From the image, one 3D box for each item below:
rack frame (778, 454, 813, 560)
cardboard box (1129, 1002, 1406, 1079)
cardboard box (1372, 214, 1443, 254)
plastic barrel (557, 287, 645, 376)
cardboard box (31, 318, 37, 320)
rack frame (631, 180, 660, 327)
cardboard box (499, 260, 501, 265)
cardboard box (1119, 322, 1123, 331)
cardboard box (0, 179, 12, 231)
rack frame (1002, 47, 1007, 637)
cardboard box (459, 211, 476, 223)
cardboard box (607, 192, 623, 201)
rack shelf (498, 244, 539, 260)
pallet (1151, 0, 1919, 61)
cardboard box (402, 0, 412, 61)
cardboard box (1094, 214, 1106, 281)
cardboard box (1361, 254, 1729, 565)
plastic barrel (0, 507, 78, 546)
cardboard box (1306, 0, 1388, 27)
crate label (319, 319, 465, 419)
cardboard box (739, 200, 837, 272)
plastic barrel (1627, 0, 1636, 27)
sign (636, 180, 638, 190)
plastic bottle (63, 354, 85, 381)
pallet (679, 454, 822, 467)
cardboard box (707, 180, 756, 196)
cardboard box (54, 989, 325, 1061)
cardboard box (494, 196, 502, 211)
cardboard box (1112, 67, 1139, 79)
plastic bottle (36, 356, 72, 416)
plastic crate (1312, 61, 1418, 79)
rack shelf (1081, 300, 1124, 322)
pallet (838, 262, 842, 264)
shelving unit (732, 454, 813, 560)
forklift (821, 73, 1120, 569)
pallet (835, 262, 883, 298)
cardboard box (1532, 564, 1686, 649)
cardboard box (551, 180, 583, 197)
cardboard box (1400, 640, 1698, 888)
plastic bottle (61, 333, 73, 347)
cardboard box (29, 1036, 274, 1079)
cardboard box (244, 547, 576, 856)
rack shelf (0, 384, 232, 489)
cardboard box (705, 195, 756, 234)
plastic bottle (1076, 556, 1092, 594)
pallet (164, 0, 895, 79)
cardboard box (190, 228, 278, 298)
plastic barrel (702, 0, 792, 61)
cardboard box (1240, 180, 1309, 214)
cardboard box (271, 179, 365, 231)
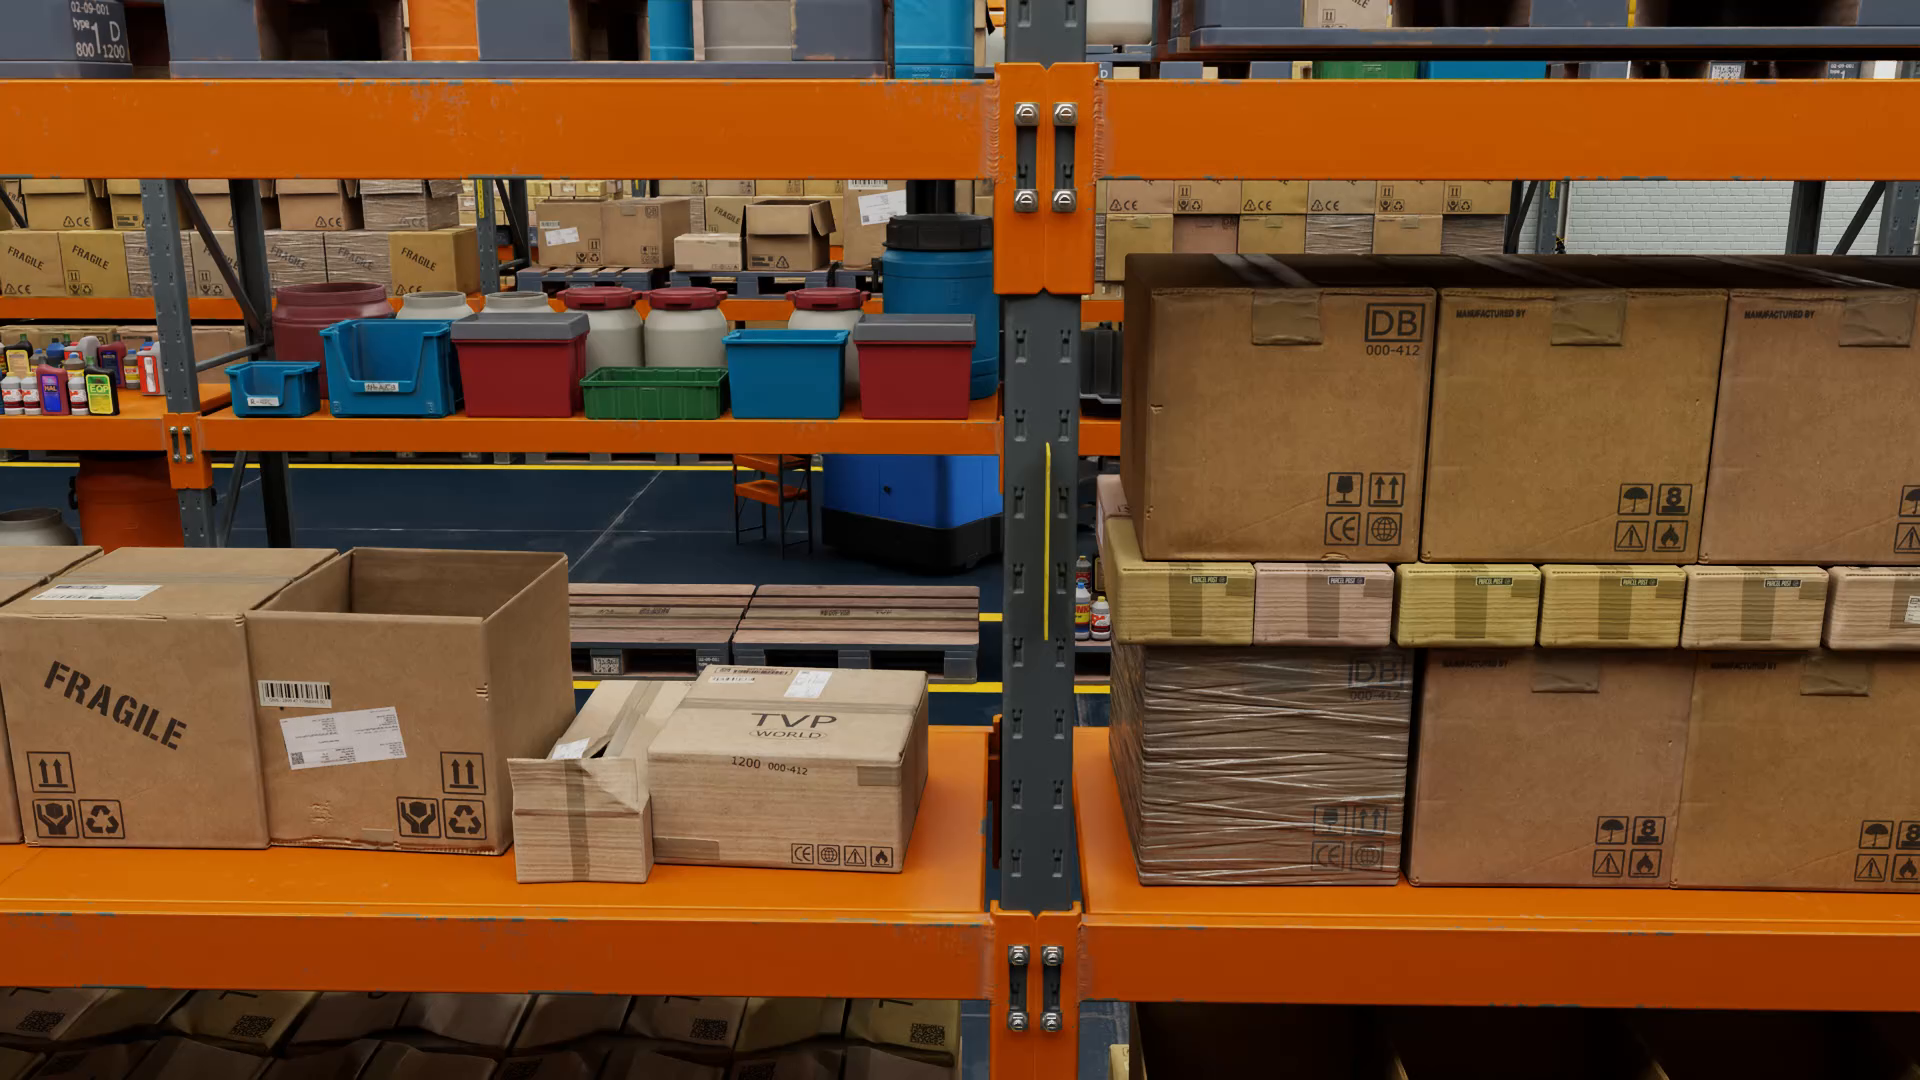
[{"bbox_3d":[-1.025,-0.480,10.307,0.240,1.200,0.015,-13,20,-41],"label":"rack frame"},{"bbox_3d":[0.608,1.233,3.385,0.500,0.500,0.500,0,15,1],"label":"cardboard box"},{"bbox_3d":[3.356,-2.290,12.860,0.500,0.500,0.875,0,15,1],"label":"cardboard box"},{"bbox_3d":[-1.834,-1.013,8.532,0.433,0.535,0.433,0,15,0],"label":"plastic barrel"},{"bbox_3d":[-10.069,-2.358,18.079,0.250,0.149,0.380,1,15,3],"label":"cardboard box"},{"bbox_3d":[-3.362,-3.431,17.963,0.127,3.000,1.000,0,15,1],"label":"rack frame"},{"bbox_3d":[-6.713,-3.912,23.129,0.875,0.875,0.875,1,15,3],"label":"cardboard box"},{"bbox_3d":[2.165,-2.554,17.980,0.875,0.875,0.875,0,15,2],"label":"cardboard box"},{"bbox_3d":[-8.061,-2.695,13.415,0.500,0.500,0.500,0,15,1],"label":"cardboard box"},{"bbox_3d":[0.282,-0.877,8.285,0.127,3.000,1.000,0,15,1],"label":"rack frame"},{"bbox_3d":[-5.149,-3.408,17.546,0.250,0.149,0.380,1,15,3],"label":"cardboard box"},{"bbox_3d":[-3.840,-3.710,18.110,0.250,0.149,0.380,1,15,4],"label":"cardboard box"},{"bbox_3d":[-5.361,-3.096,18.105,4.000,0.370,1.077,0,15,1],"label":"rack shelf"},{"bbox_3d":[1.006,-1.023,3.130,1.213,0.211,1.003,0,15,1],"label":"pallet"},{"bbox_3d":[-4.201,-3.855,12.668,0.637,0.503,0.797,1,15,5],"label":"cardboard box"},{"bbox_3d":[0.857,-2.314,12.951,0.500,0.500,0.875,0,15,1],"label":"cardboard box"},{"bbox_3d":[1.101,-0.286,3.303,0.500,0.500,0.700,0,15,1],"label":"cardboard box"},{"bbox_3d":[-4.772,0.117,8.571,0.421,0.512,0.421,0,15,0],"label":"plastic barrel"},{"bbox_3d":[2.852,-3.944,12.271,0.500,0.500,0.500,0,15,1],"label":"cardboard box"},{"bbox_3d":[-2.730,-0.845,8.094,0.616,0.435,0.502,0,15,1],"label":"crate label"},{"bbox_3d":[-1.326,-2.381,12.960,0.637,0.503,0.797,2,15,7],"label":"cardboard box"},{"bbox_3d":[3.138,-2.571,7.632,0.600,0.588,0.600,0,15,0],"label":"plastic barrel"},{"bbox_3d":[-3.366,-3.814,17.301,0.005,0.325,0.100,0,15,1],"label":"sign"},{"bbox_3d":[-4.588,-0.864,8.623,0.097,0.201,0.097,0,15,0],"label":"plastic bottle"},{"bbox_3d":[-1.592,-0.804,13.474,1.213,0.211,1.003,0,15,1],"label":"pallet"},{"bbox_3d":[-2.408,-3.954,17.791,0.500,0.500,0.700,0,15,1],"label":"cardboard box"},{"bbox_3d":[-1.791,1.165,4.011,0.500,0.311,0.500,1,15,3],"label":"cardboard box"},{"bbox_3d":[-4.896,-3.550,17.500,0.250,0.149,0.380,0,15,1],"label":"cardboard box"},{"bbox_3d":[1.381,-3.448,12.442,0.500,0.250,0.500,0,15,1],"label":"cardboard box"},{"bbox_3d":[-4.362,-0.742,8.002,0.133,0.283,0.061,0,15,1],"label":"plastic bottle"},{"bbox_3d":[1.853,-2.146,7.628,0.450,0.188,0.336,0,15,1],"label":"plastic crate"},{"bbox_3d":[2.408,-1.780,13.115,4.000,0.370,1.077,0,15,1],"label":"rack shelf"},{"bbox_3d":[-2.392,-4.596,27.846,1.213,0.211,1.003,0,15,1],"label":"pallet"},{"bbox_3d":[-1.191,-0.526,10.480,0.258,1.200,0.503,-13,20,-41],"label":"shelving unit"},{"bbox_3d":[0.405,-1.560,11.006,1.130,2.935,3.031,11,18,35],"label":"forklift"},{"bbox_3d":[-0.351,-2.090,13.257,1.213,0.211,1.003,0,15,1],"label":"pallet"},{"bbox_3d":[1.187,0.079,3.192,0.250,0.149,0.380,0,15,1],"label":"cardboard box"},{"bbox_3d":[-4.115,-3.688,17.443,0.250,0.149,0.380,0,15,1],"label":"cardboard box"},{"bbox_3d":[1.123,0.341,3.473,0.500,0.500,0.700,0,15,1],"label":"cardboard box"},{"bbox_3d":[-4.736,-0.948,8.781,0.133,0.283,0.061,0,15,1],"label":"plastic bottle"},{"bbox_3d":[-1.781,1.302,3.493,0.500,0.311,0.500,0,15,1],"label":"cardboard box"},{"bbox_3d":[-1.142,0.325,3.532,0.500,0.500,0.500,1,15,5],"label":"cardboard box"},{"bbox_3d":[-5.716,-0.569,8.525,4.000,0.370,1.077,0,15,1],"label":"rack shelf"},{"bbox_3d":[-2.412,-3.405,17.669,0.500,0.500,0.500,0,15,1],"label":"cardboard box"},{"bbox_3d":[0.653,0.186,8.878,0.097,0.201,0.097,0,15,0],"label":"plastic bottle"},{"bbox_3d":[-0.730,-0.974,3.148,1.217,0.209,0.805,0,15,-1],"label":"pallet"},{"bbox_3d":[-5.615,-2.166,12.973,0.500,0.500,0.500,1,15,2],"label":"cardboard box"},{"bbox_3d":[-0.885,-2.522,7.658,0.600,0.901,0.600,0,15,0],"label":"plastic barrel"},{"bbox_3d":[2.352,-2.742,12.612,0.500,0.500,0.500,0,15,1],"label":"cardboard box"},{"bbox_3d":[-4.972,-2.714,13.083,0.637,0.503,0.797,1,15,3],"label":"cardboard box"}]
